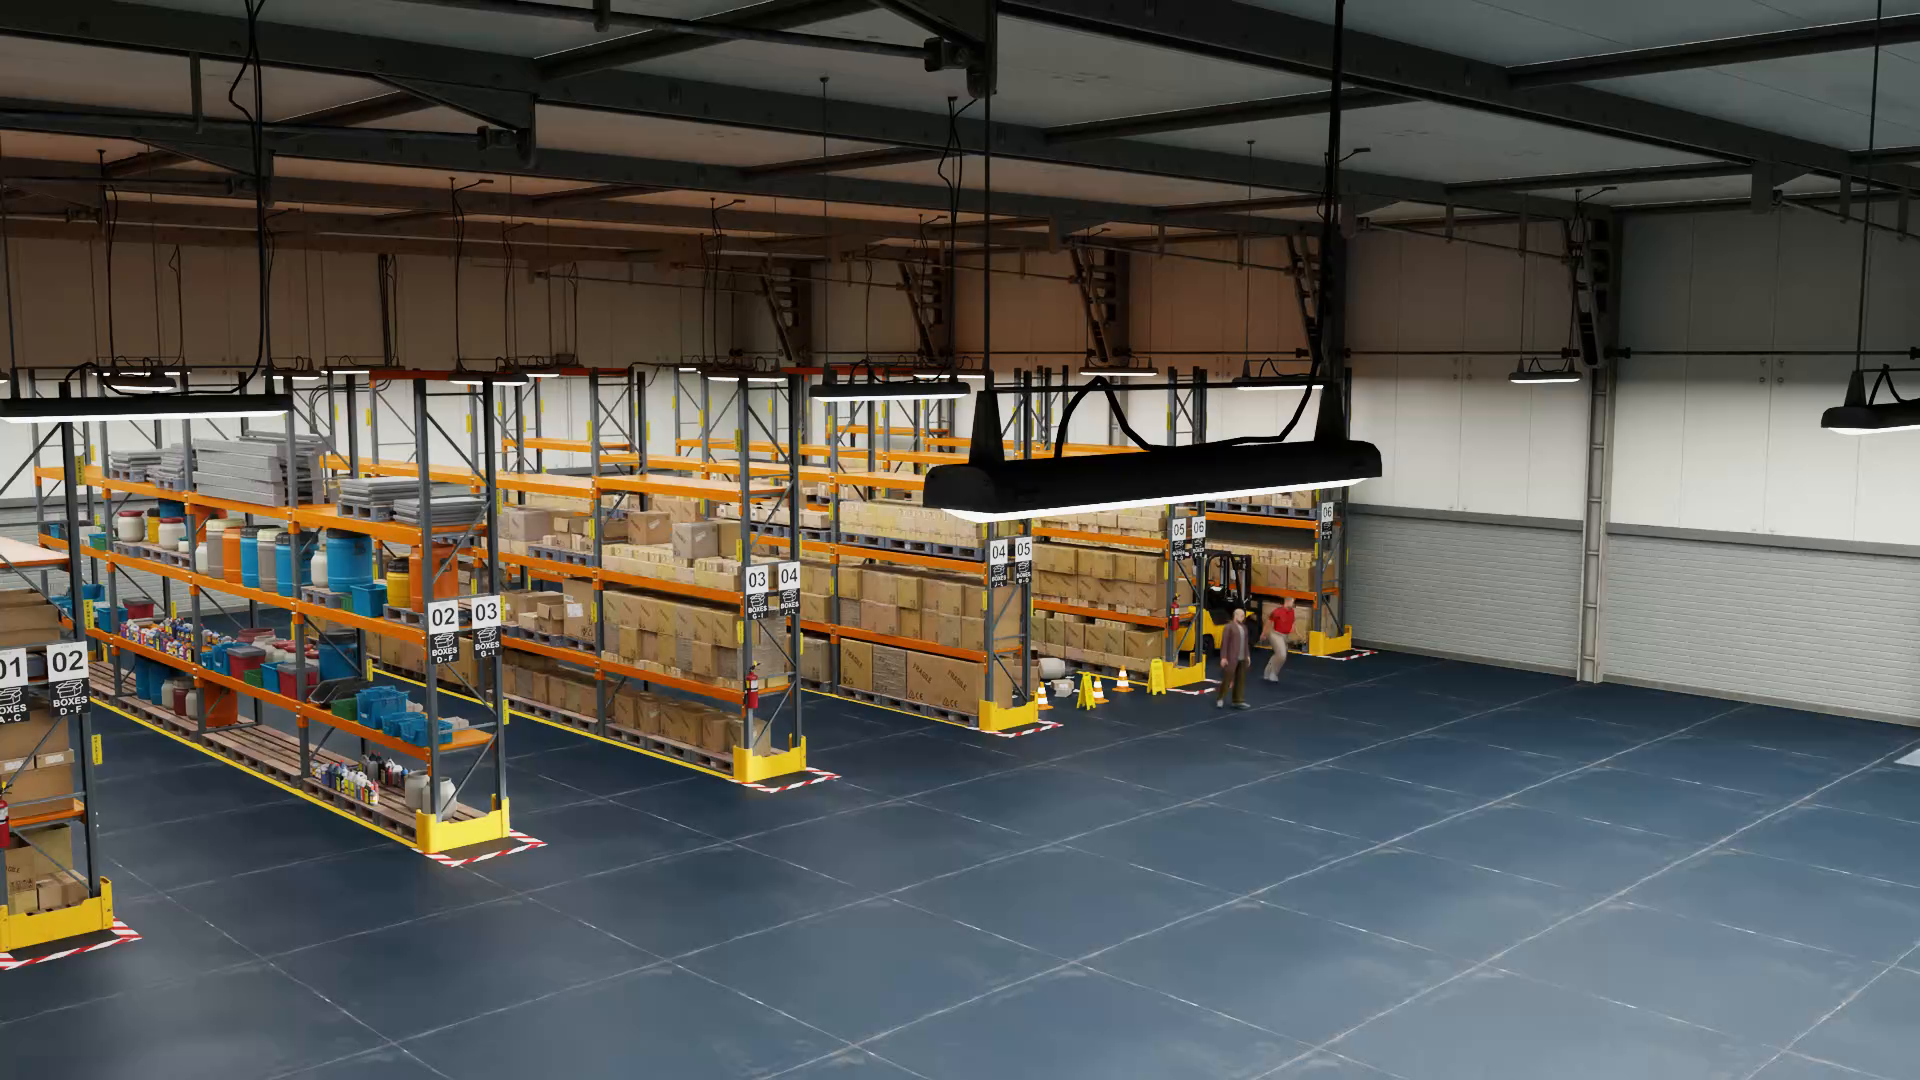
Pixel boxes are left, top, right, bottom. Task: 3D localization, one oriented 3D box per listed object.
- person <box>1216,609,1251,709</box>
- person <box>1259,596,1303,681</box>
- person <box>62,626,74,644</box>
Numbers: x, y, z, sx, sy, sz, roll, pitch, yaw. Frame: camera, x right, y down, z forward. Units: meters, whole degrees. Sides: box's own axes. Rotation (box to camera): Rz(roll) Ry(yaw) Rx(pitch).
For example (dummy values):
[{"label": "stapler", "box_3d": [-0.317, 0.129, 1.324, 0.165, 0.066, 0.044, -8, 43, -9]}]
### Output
[{"label": "person", "box_3d": [4.869, 2.111, 29.615, 0.664, 1.784, 0.557, -5, 8, -37]}, {"label": "person", "box_3d": [6.159, 1.892, 31.928, 0.662, 1.672, 0.727, -6, 9, -44]}, {"label": "person", "box_3d": [-18.032, 1.747, 33.667, 0.677, 1.600, 0.611, -3, 7, -21]}]
